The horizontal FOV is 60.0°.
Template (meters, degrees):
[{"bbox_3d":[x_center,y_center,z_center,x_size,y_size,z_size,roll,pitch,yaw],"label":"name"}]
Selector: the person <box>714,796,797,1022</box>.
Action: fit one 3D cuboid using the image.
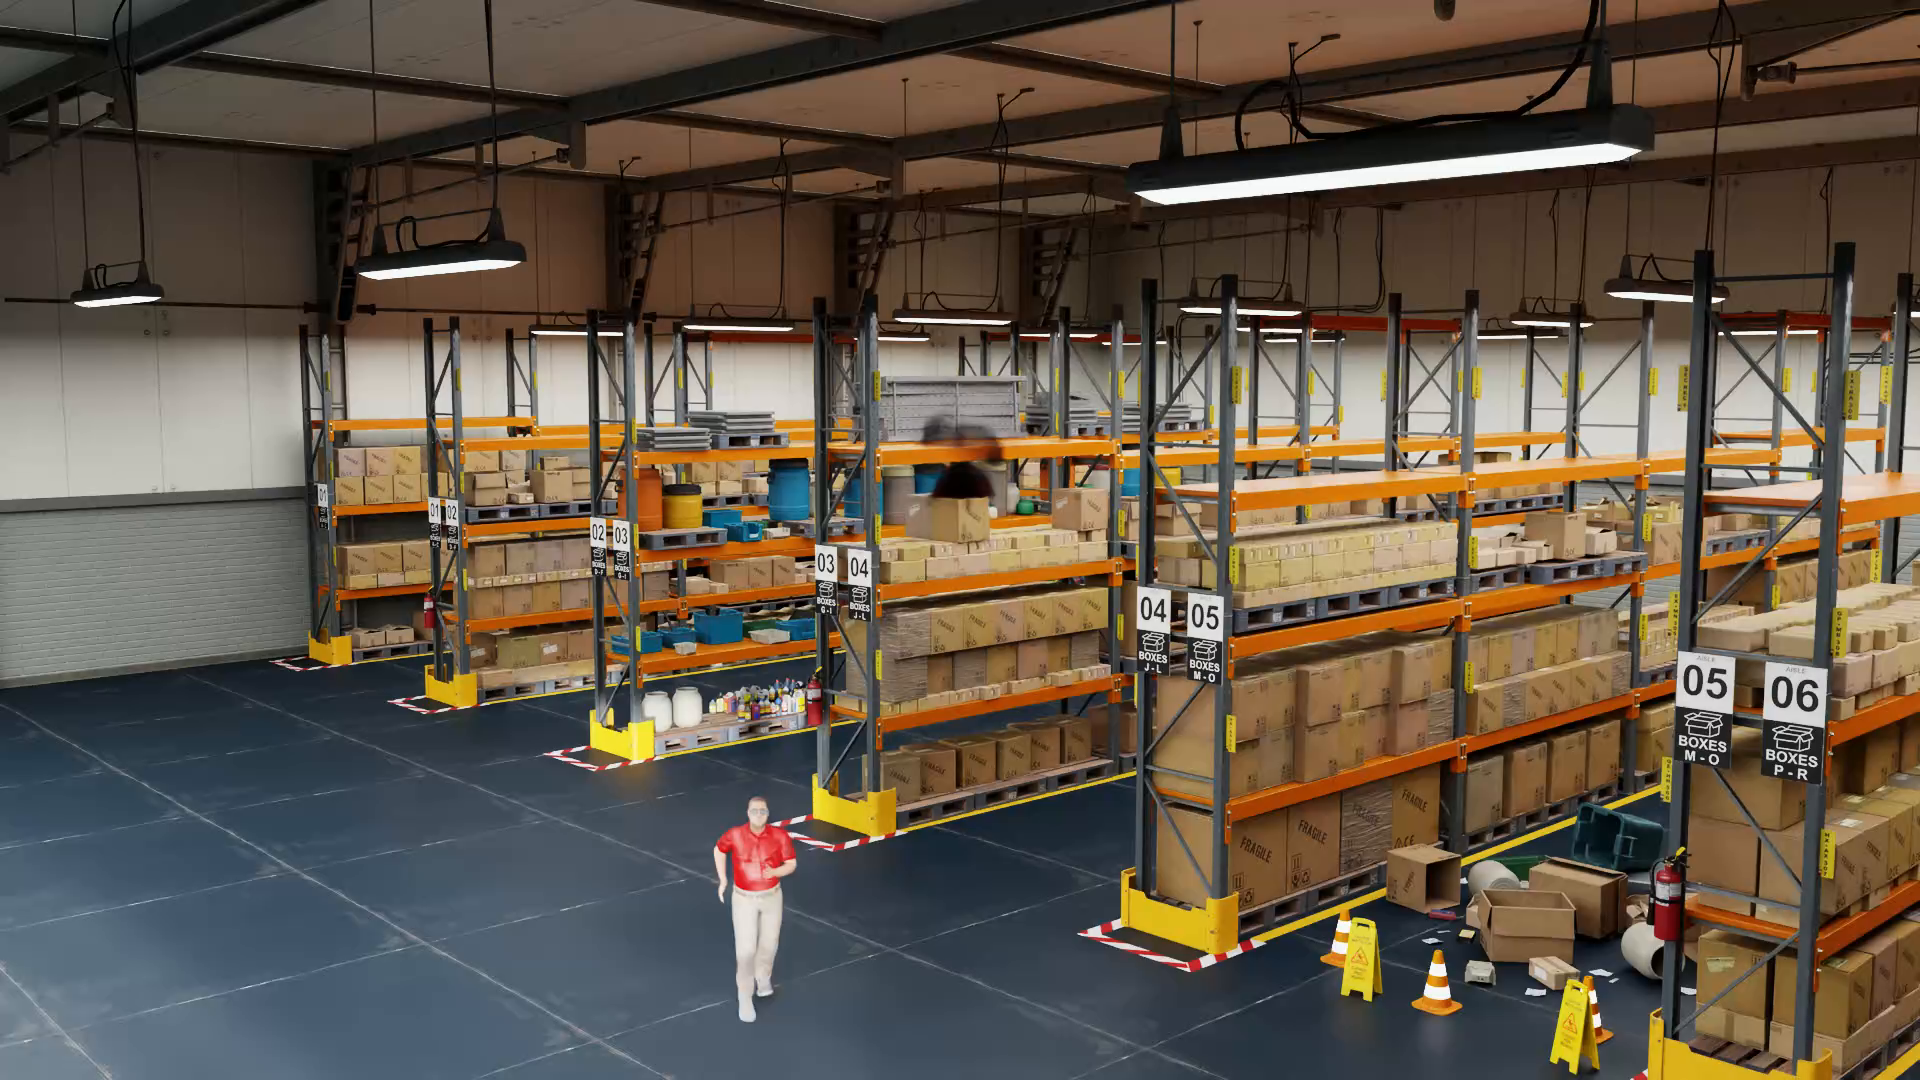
[{"bbox_3d":[-1.639,2.965,13.457,0.632,1.800,0.771,-2,6,-15],"label":"person"}]
